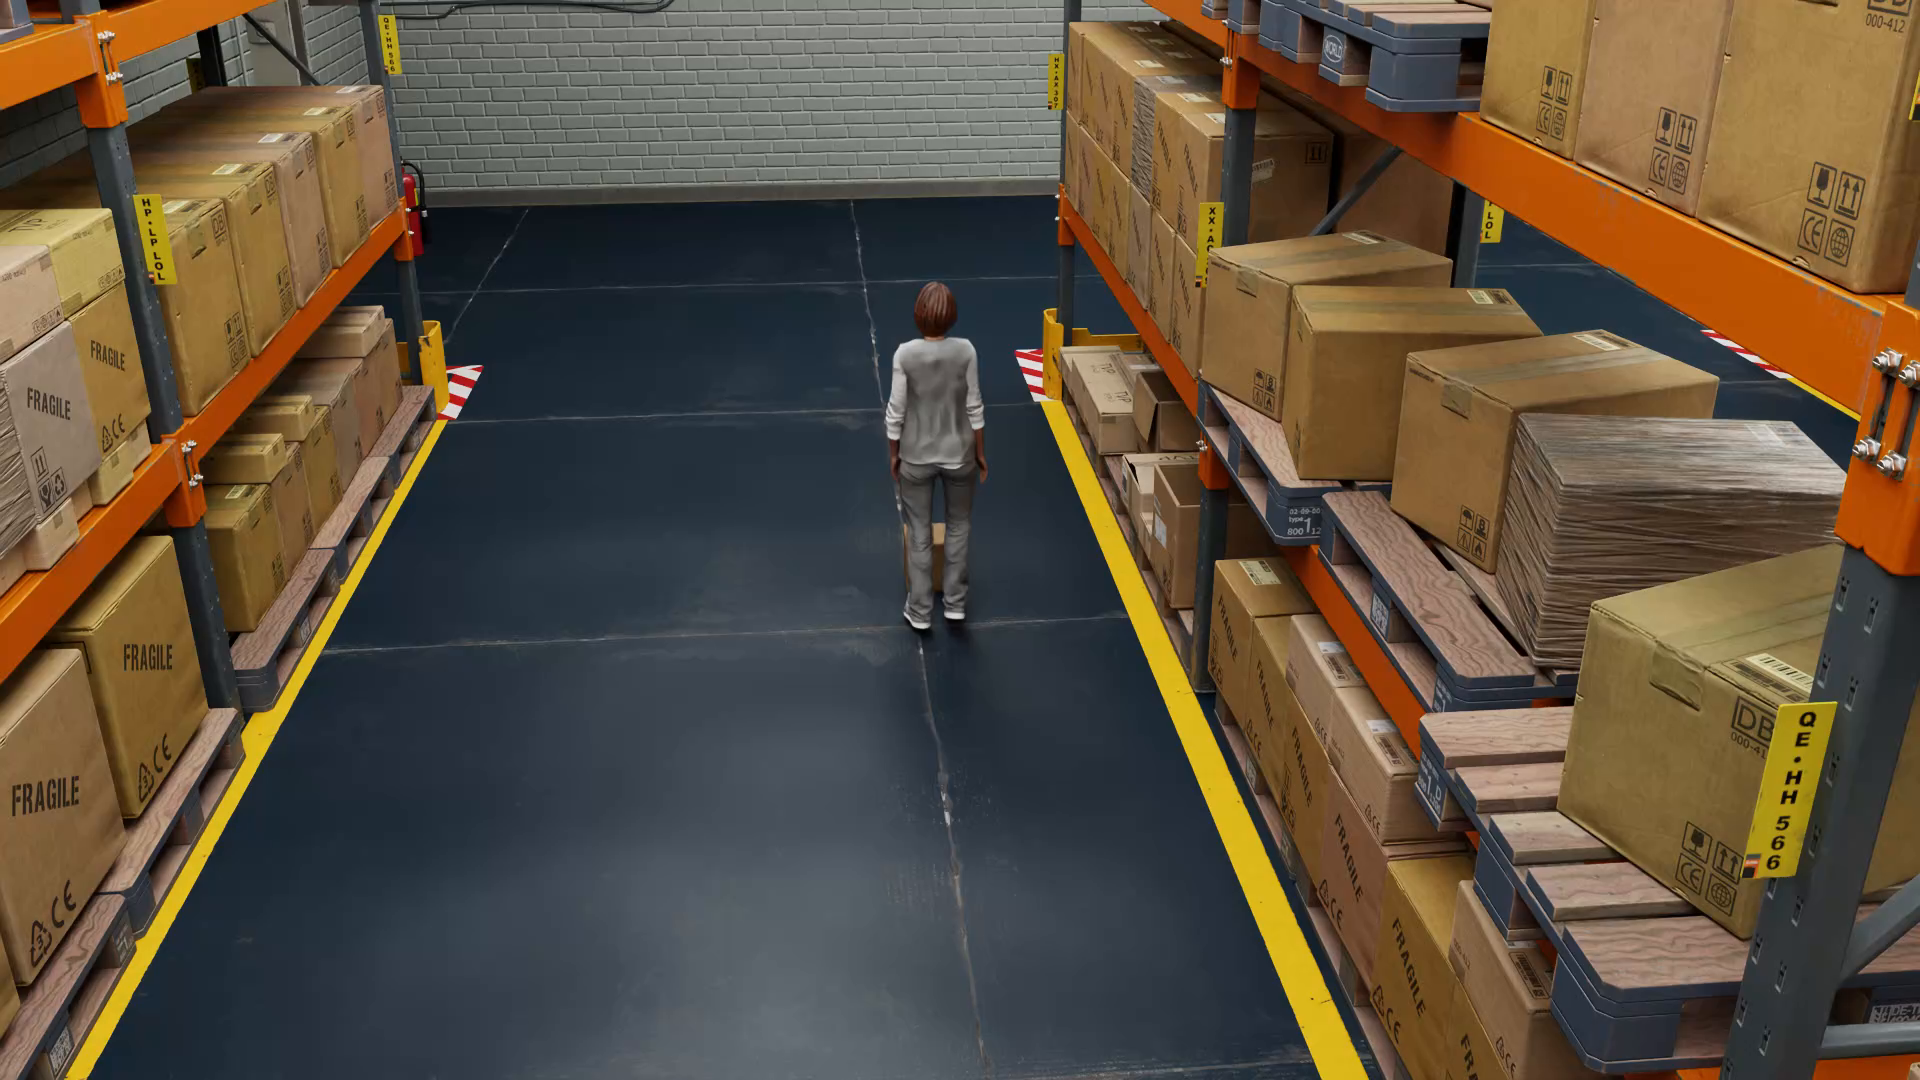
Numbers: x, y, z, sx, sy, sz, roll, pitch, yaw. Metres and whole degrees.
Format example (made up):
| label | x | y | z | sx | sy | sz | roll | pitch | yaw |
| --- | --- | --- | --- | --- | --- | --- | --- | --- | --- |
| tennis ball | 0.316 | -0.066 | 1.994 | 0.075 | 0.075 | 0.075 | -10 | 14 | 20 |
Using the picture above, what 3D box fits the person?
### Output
| label | x | y | z | sx | sy | sz | roll | pitch | yaw |
| --- | --- | --- | --- | --- | --- | --- | --- | --- | --- |
| person | -0.101 | -0.346 | 7.372 | 0.449 | 1.631 | 0.319 | -2 | 24 | -6 |
